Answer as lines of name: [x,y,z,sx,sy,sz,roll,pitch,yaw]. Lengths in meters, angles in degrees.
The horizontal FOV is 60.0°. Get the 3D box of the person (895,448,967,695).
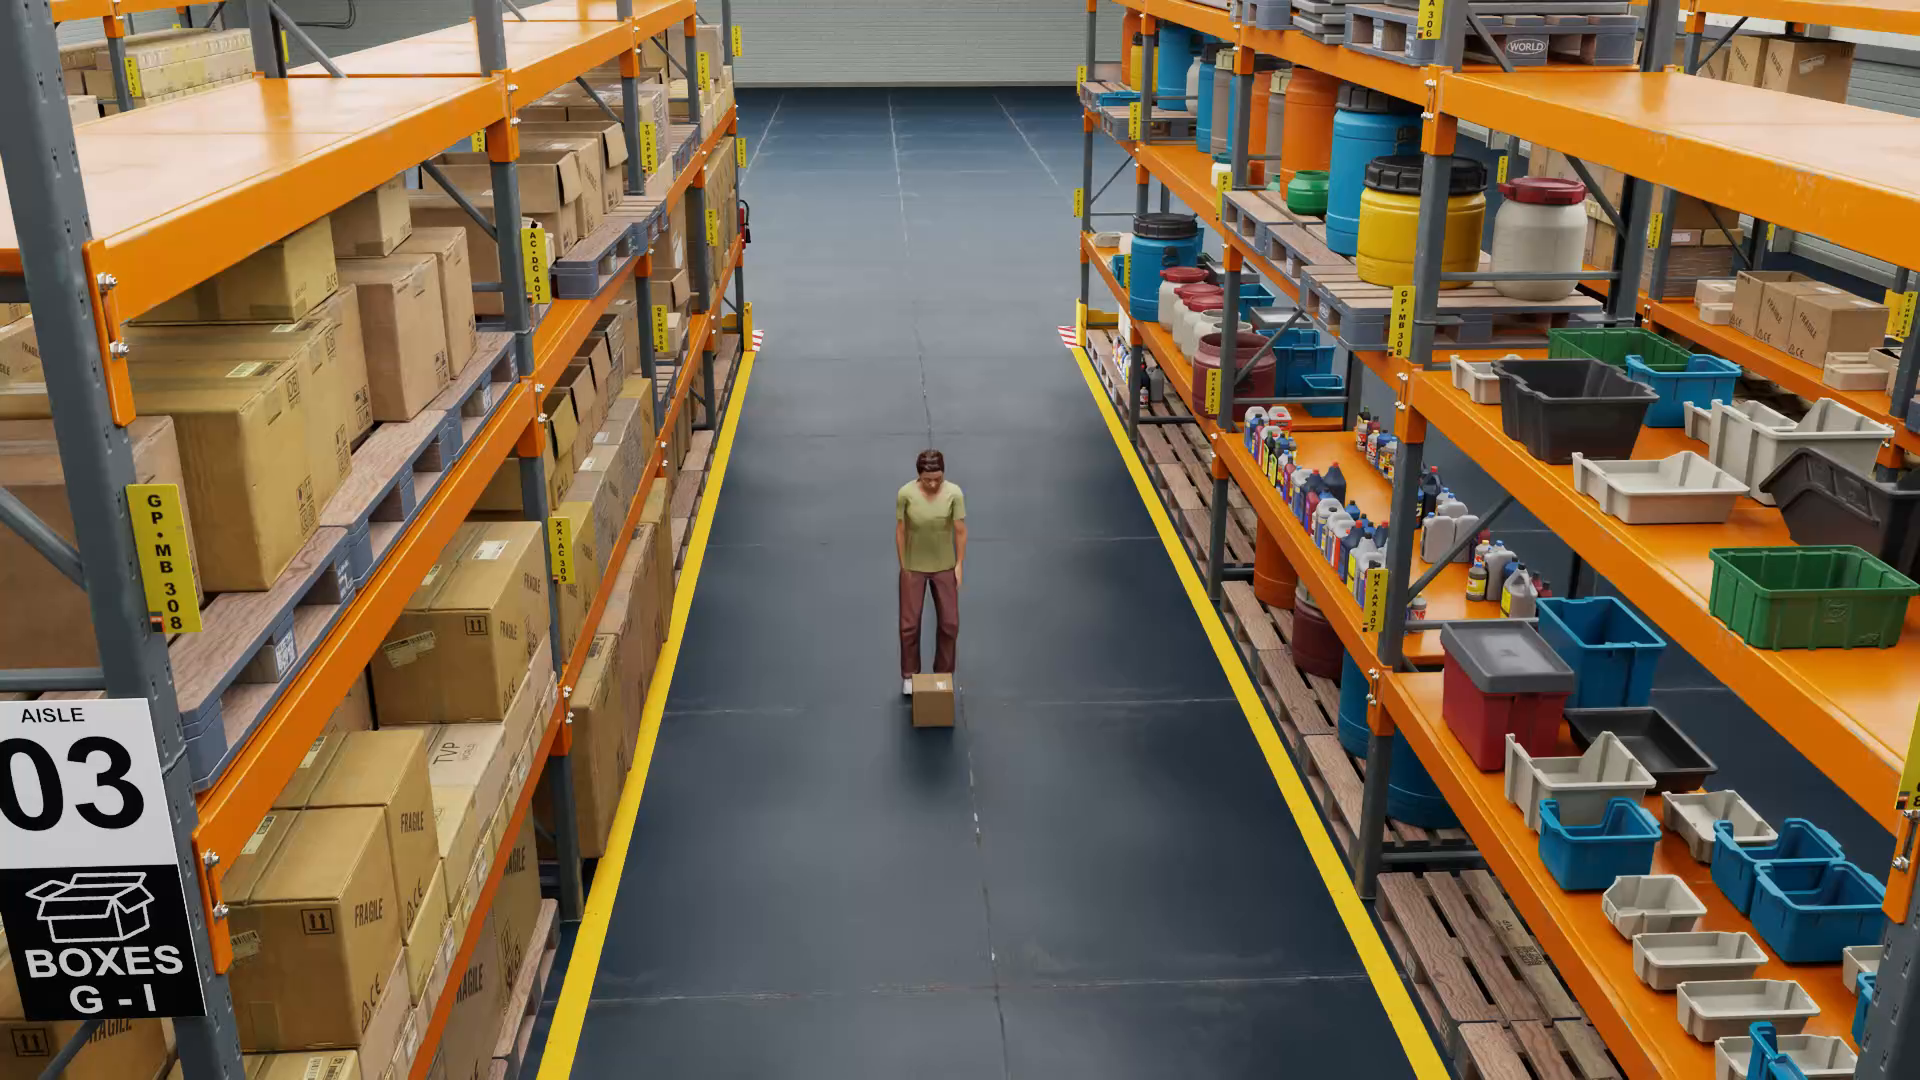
person: [-0.183,0.188,10.621,0.460,1.652,0.347,-1,20,-2]
